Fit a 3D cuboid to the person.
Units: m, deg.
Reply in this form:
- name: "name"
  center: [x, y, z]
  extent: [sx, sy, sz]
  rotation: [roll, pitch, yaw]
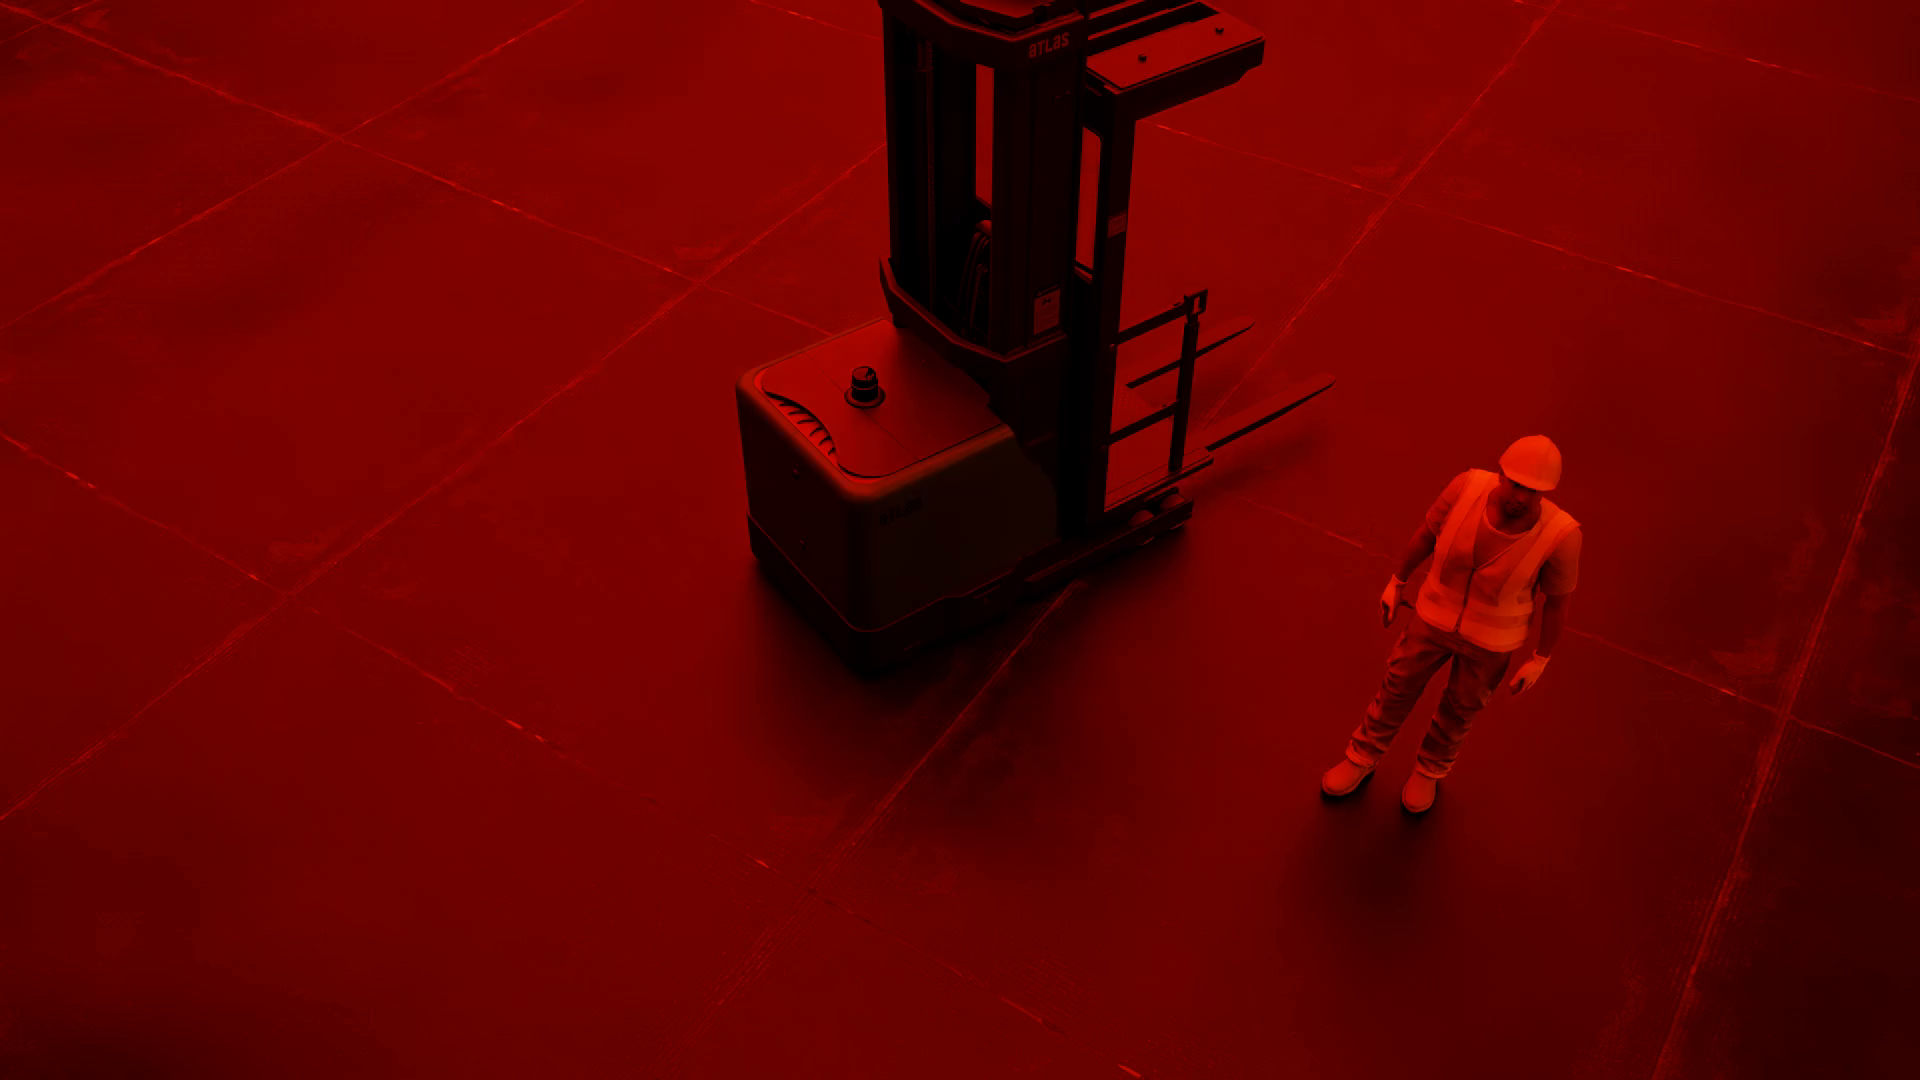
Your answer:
- name: "person"
  center: [1.887, 0.363, 6.289]
  extent: [0.656, 1.785, 0.576]
  rotation: [27, 50, 25]

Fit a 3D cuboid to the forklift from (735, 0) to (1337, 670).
- name: "forklift"
  center: [0.509, -1.313, 7.233]
  extent: [3.031, 2.935, 1.130]
  rotation: [-26, 49, -25]
